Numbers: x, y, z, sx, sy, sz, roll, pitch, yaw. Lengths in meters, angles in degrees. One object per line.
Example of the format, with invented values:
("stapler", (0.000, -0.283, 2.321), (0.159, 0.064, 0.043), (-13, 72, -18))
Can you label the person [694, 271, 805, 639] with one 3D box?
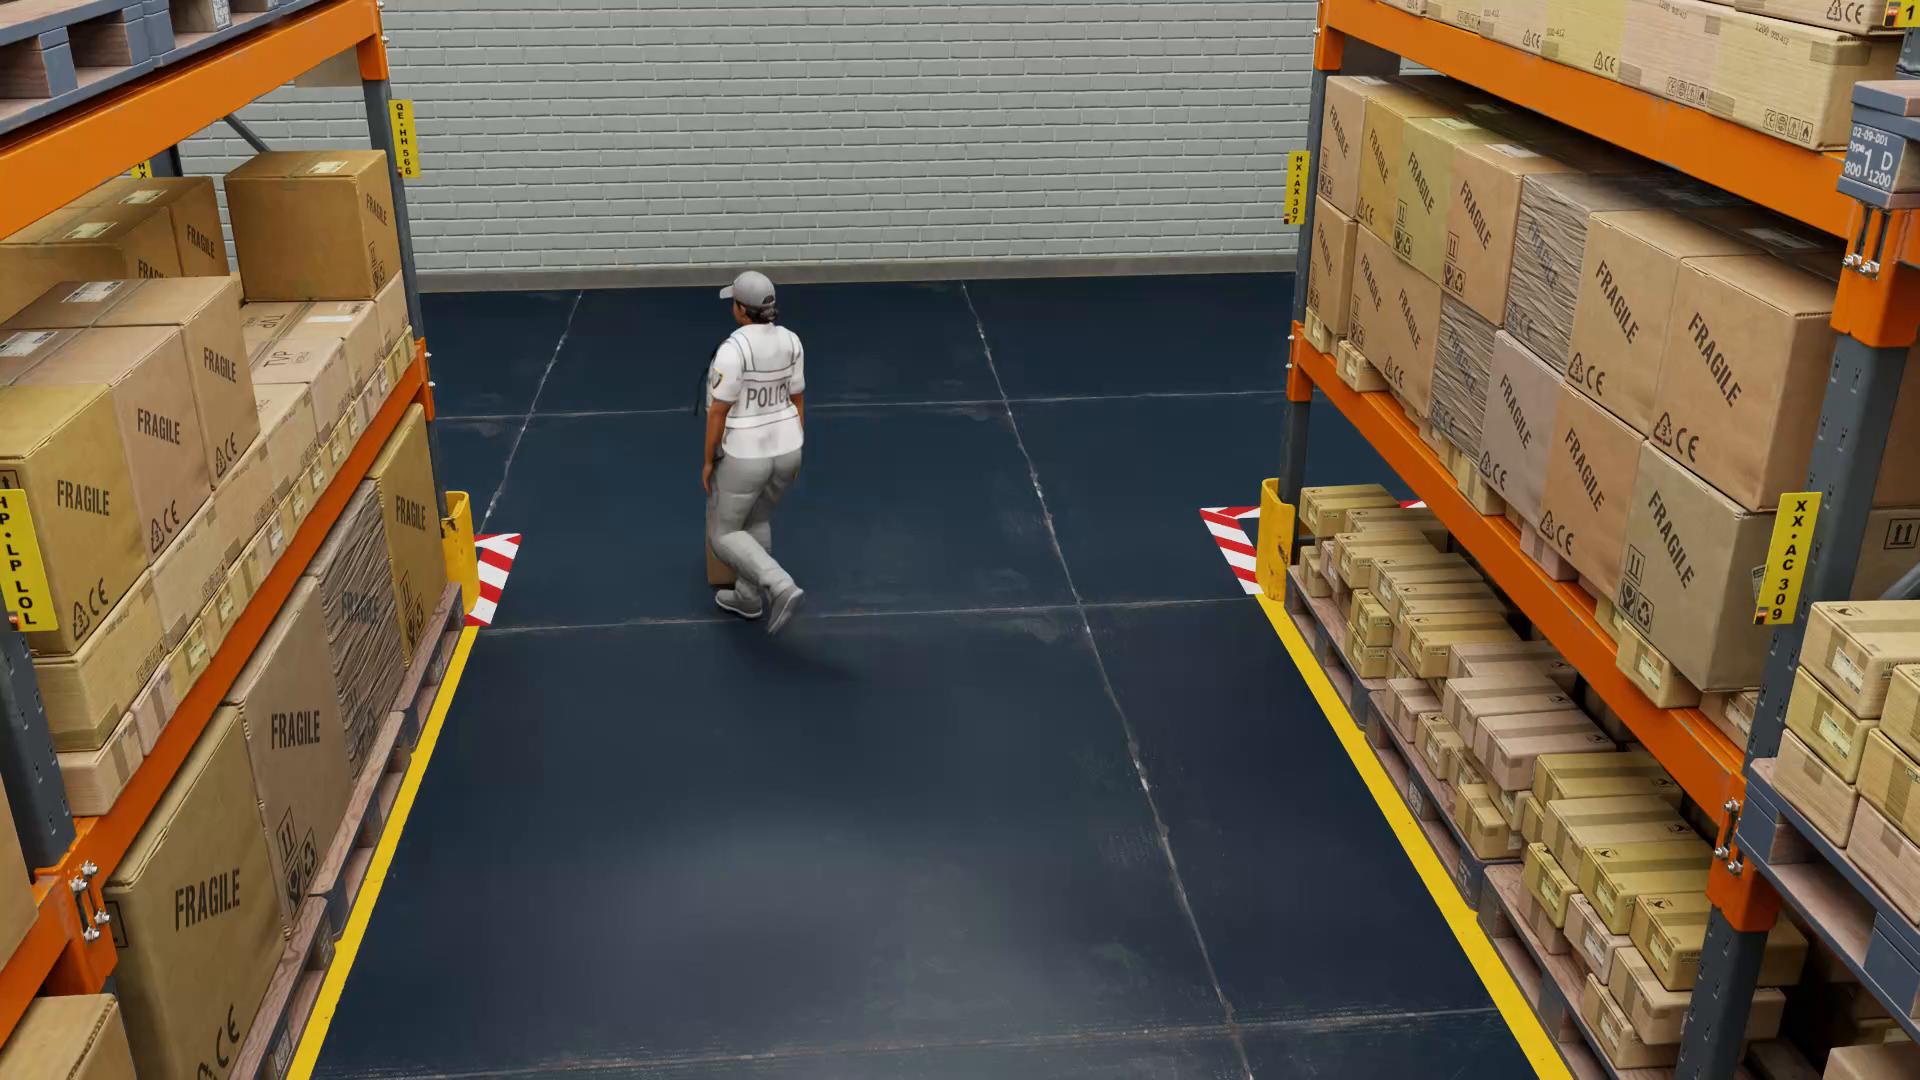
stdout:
("person", (-0.882, -0.370, 7.415), (0.734, 1.646, 0.509), (20, 31, 38))
